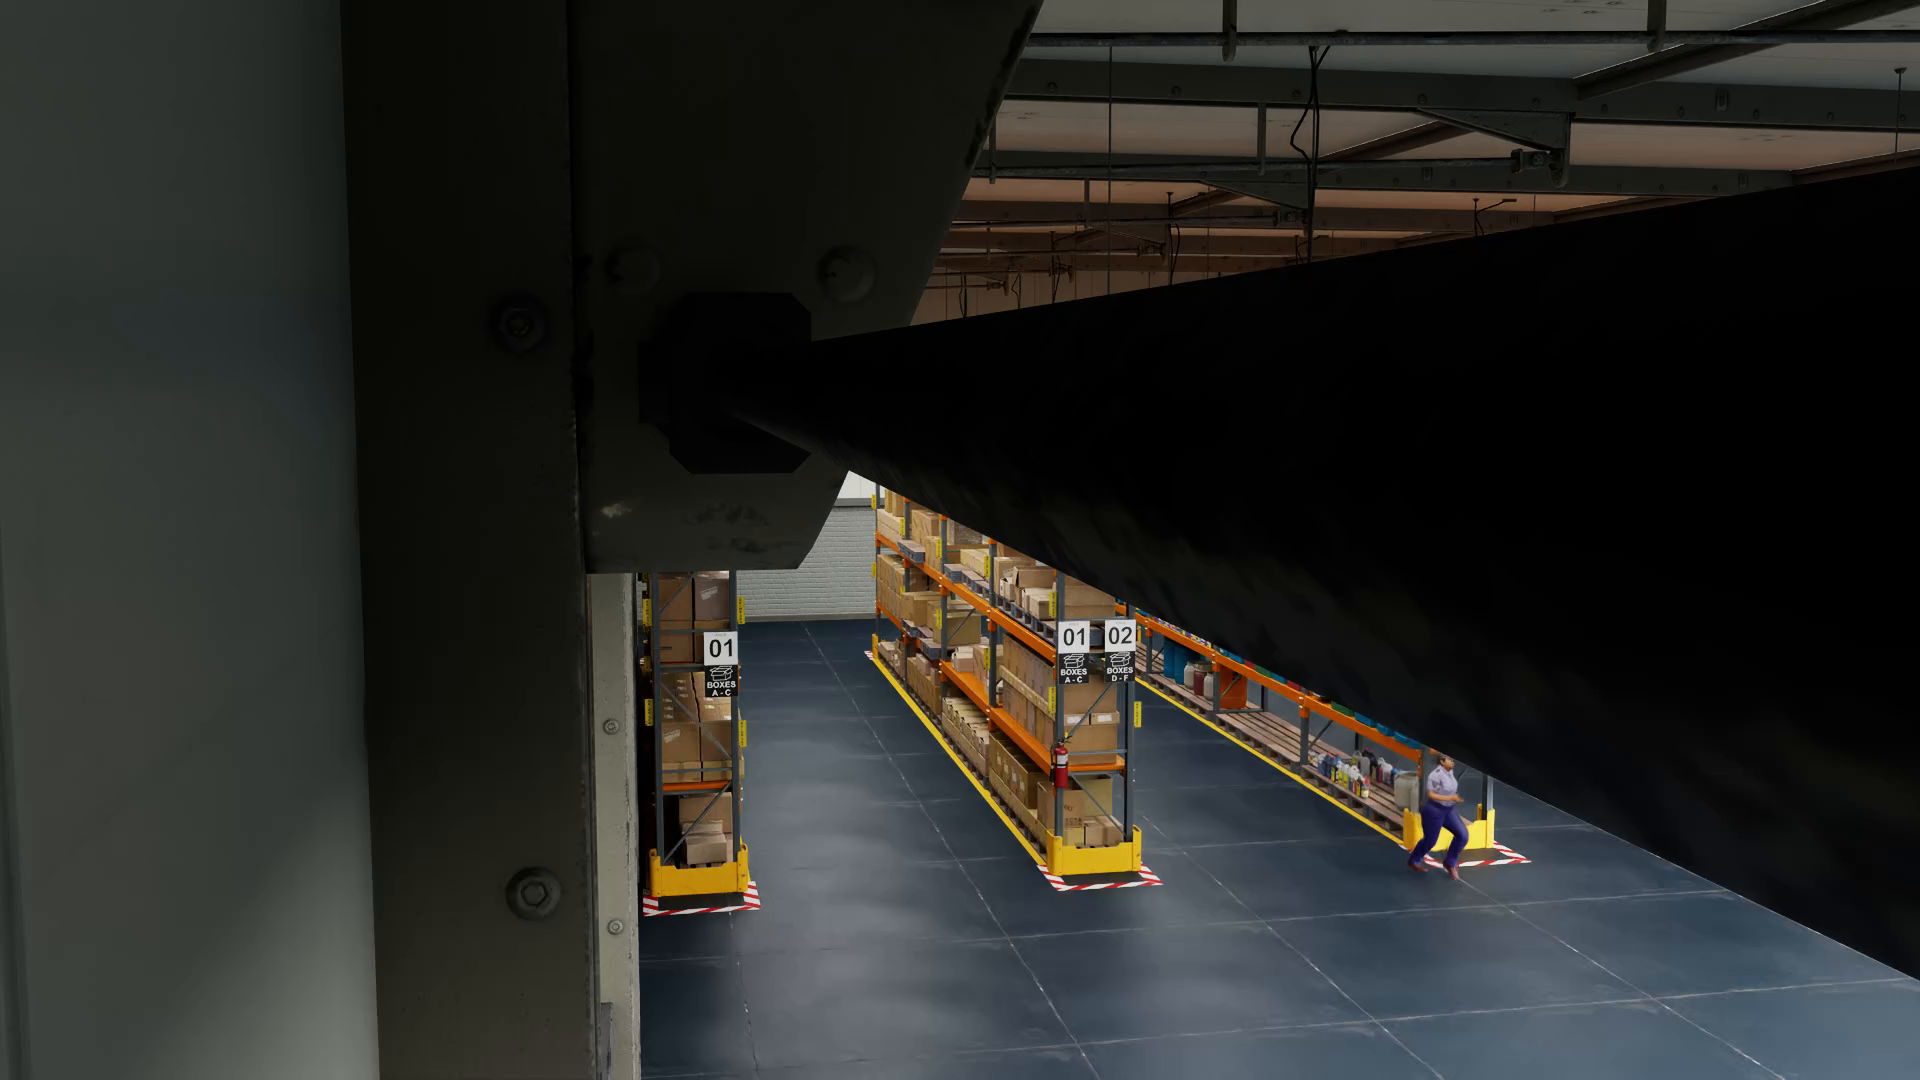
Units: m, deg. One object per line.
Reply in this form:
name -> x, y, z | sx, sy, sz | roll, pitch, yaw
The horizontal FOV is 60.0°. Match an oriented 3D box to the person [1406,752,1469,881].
person -> 5.960, 3.411, 20.705 | 0.623, 1.652, 0.776 | -5, 8, -43
